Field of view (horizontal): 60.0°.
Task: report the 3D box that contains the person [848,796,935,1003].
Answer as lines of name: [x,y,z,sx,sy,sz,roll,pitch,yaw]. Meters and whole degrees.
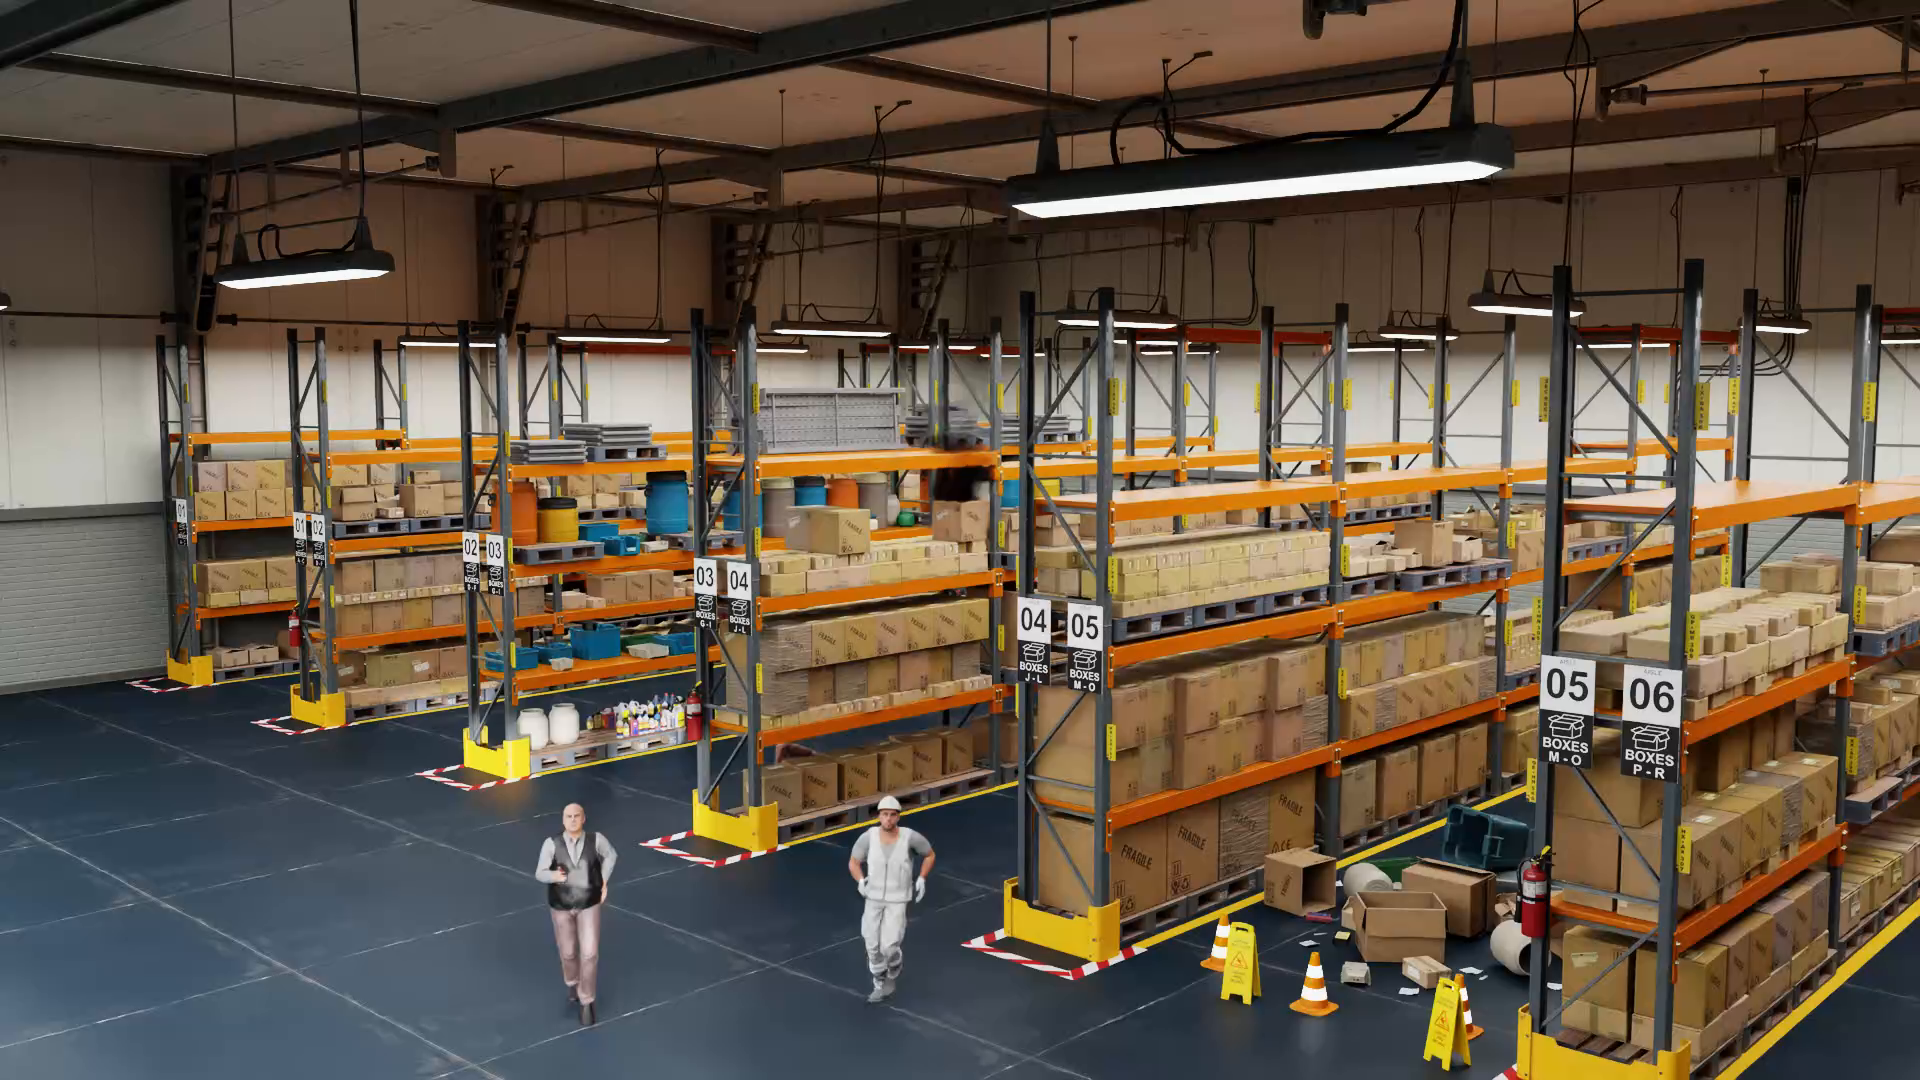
person: [-0.602,2.999,13.780,0.683,1.759,0.618,1,5,12]

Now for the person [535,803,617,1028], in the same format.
person: [-3.134,3.035,13.589,0.640,1.780,0.730,-1,5,-8]

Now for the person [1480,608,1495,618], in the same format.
person: [8.018,1.938,25.258,0.692,1.844,0.882,5,7,40]

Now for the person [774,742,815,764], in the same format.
person: [-2.187,2.339,21.406,0.592,1.643,0.945,5,7,42]
